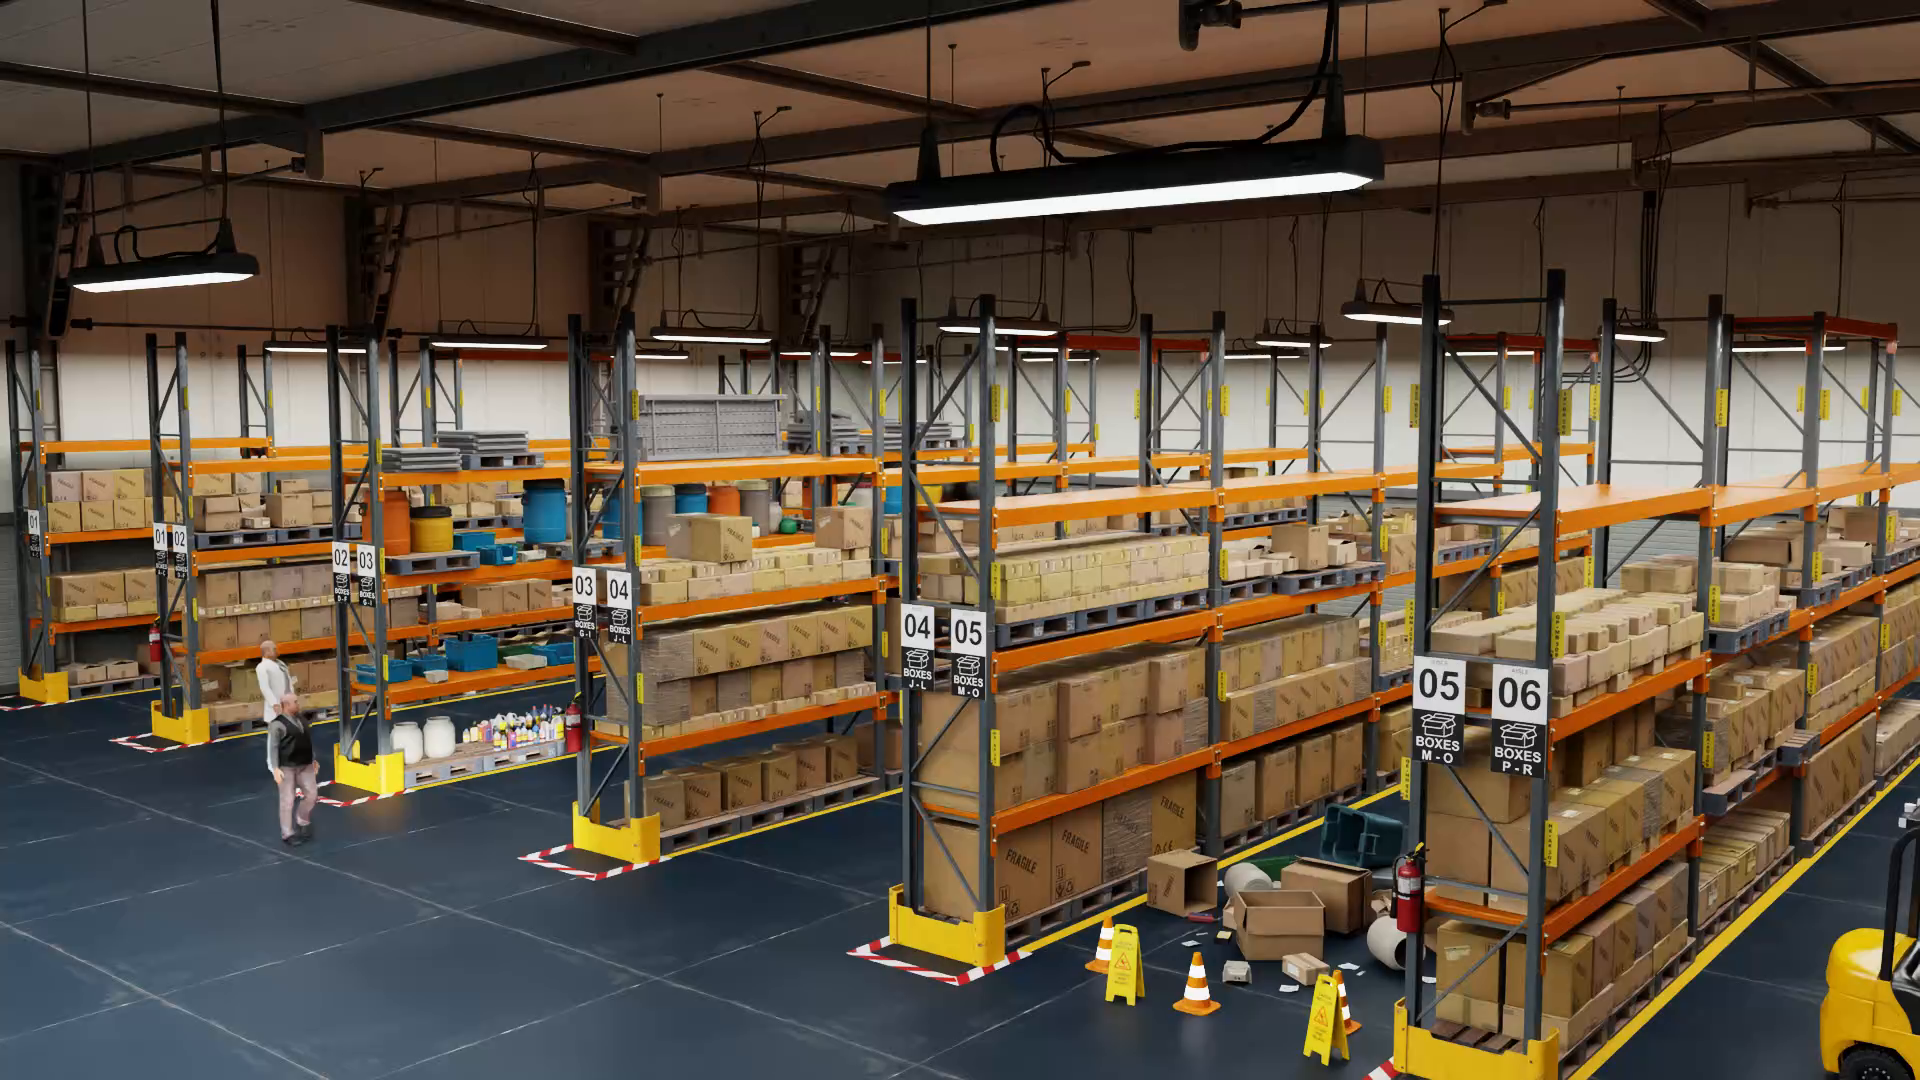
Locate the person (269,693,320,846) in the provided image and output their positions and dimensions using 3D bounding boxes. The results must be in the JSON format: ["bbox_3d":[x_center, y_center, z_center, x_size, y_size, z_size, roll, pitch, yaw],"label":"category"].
[{"bbox_3d":[-7.642,2.606,19.041,0.485,1.737,0.595,3,6,30],"label":"person"}]

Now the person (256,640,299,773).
[{"bbox_3d":[-9.222,2.321,22.586,0.612,1.713,0.654,3,6,31],"label":"person"}]
